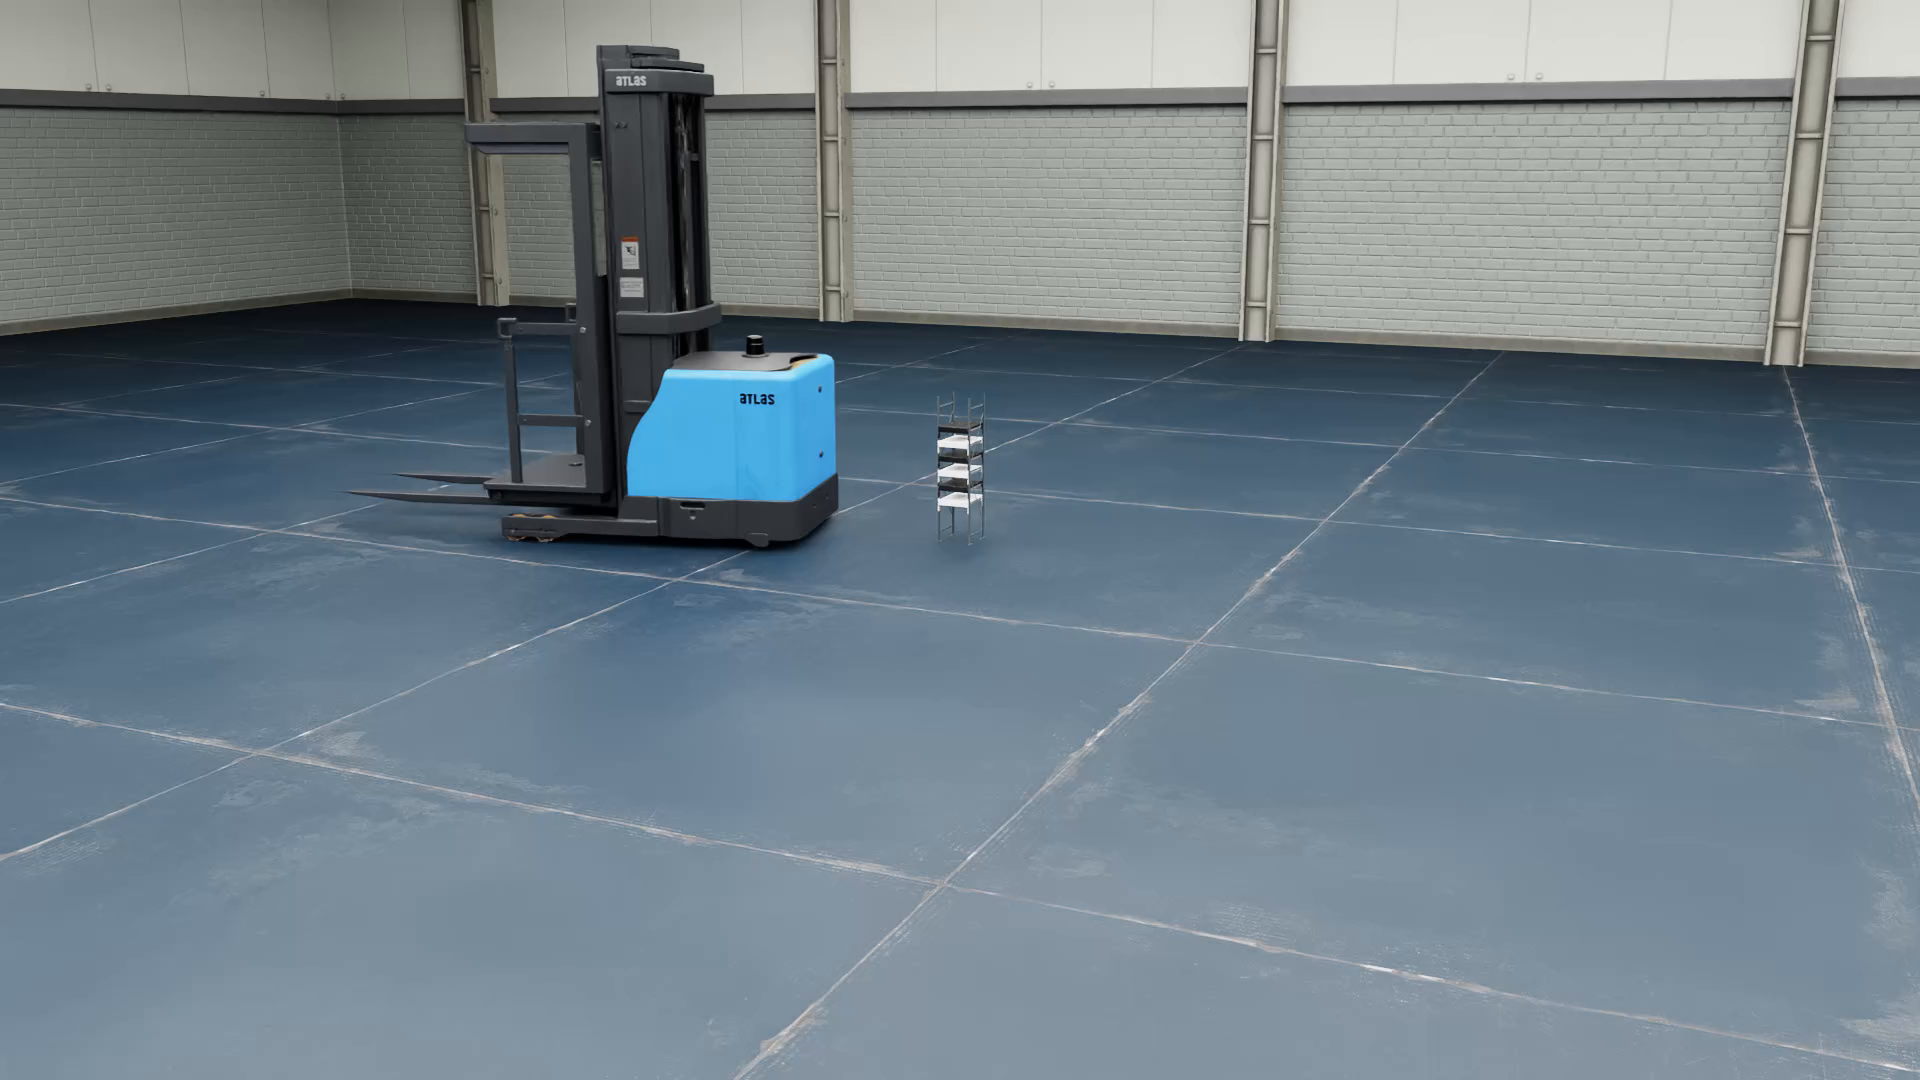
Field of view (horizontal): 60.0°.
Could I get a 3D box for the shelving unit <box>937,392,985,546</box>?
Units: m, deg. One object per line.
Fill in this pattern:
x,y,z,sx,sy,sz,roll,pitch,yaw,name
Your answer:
0.007,-0.437,10.149,0.210,0.900,0.258,6,14,23,shelving unit

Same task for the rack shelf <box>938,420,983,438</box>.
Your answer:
0.007,-0.668,10.095,0.200,0.077,0.258,6,14,23,rack shelf

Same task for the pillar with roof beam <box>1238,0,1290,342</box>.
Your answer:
2.010,-6.012,16.177,0.400,9.000,9.100,6,14,23,pillar with roof beam

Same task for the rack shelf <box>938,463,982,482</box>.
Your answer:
0.007,-0.405,10.156,0.200,0.077,0.258,6,14,23,rack shelf

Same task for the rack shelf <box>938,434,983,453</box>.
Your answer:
0.007,-0.580,10.115,0.200,0.077,0.258,6,14,23,rack shelf

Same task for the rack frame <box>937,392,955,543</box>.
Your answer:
-0.086,-0.447,10.189,0.006,0.900,0.240,6,14,23,rack frame

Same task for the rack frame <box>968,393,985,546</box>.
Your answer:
0.100,-0.428,10.109,0.006,0.900,0.240,6,14,23,rack frame

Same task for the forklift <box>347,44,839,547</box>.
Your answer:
-2.357,-1.527,10.348,3.031,2.935,1.130,2,13,10,forklift

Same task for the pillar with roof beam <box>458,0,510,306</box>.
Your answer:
-8.962,-7.122,20.908,0.400,9.000,9.100,6,14,23,pillar with roof beam

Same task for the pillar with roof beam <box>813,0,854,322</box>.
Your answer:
-3.476,-6.567,18.542,0.400,9.000,9.100,6,14,23,pillar with roof beam

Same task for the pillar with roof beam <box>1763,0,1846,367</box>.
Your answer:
7.496,-5.457,13.811,0.400,9.000,9.100,6,14,23,pillar with roof beam

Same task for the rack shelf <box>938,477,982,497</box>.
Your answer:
0.007,-0.317,10.177,0.200,0.077,0.258,6,14,23,rack shelf

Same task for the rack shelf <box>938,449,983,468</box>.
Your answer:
0.007,-0.493,10.136,0.200,0.077,0.258,6,14,23,rack shelf

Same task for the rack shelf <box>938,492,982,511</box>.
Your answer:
0.007,-0.230,10.198,0.200,0.077,0.258,6,14,23,rack shelf
